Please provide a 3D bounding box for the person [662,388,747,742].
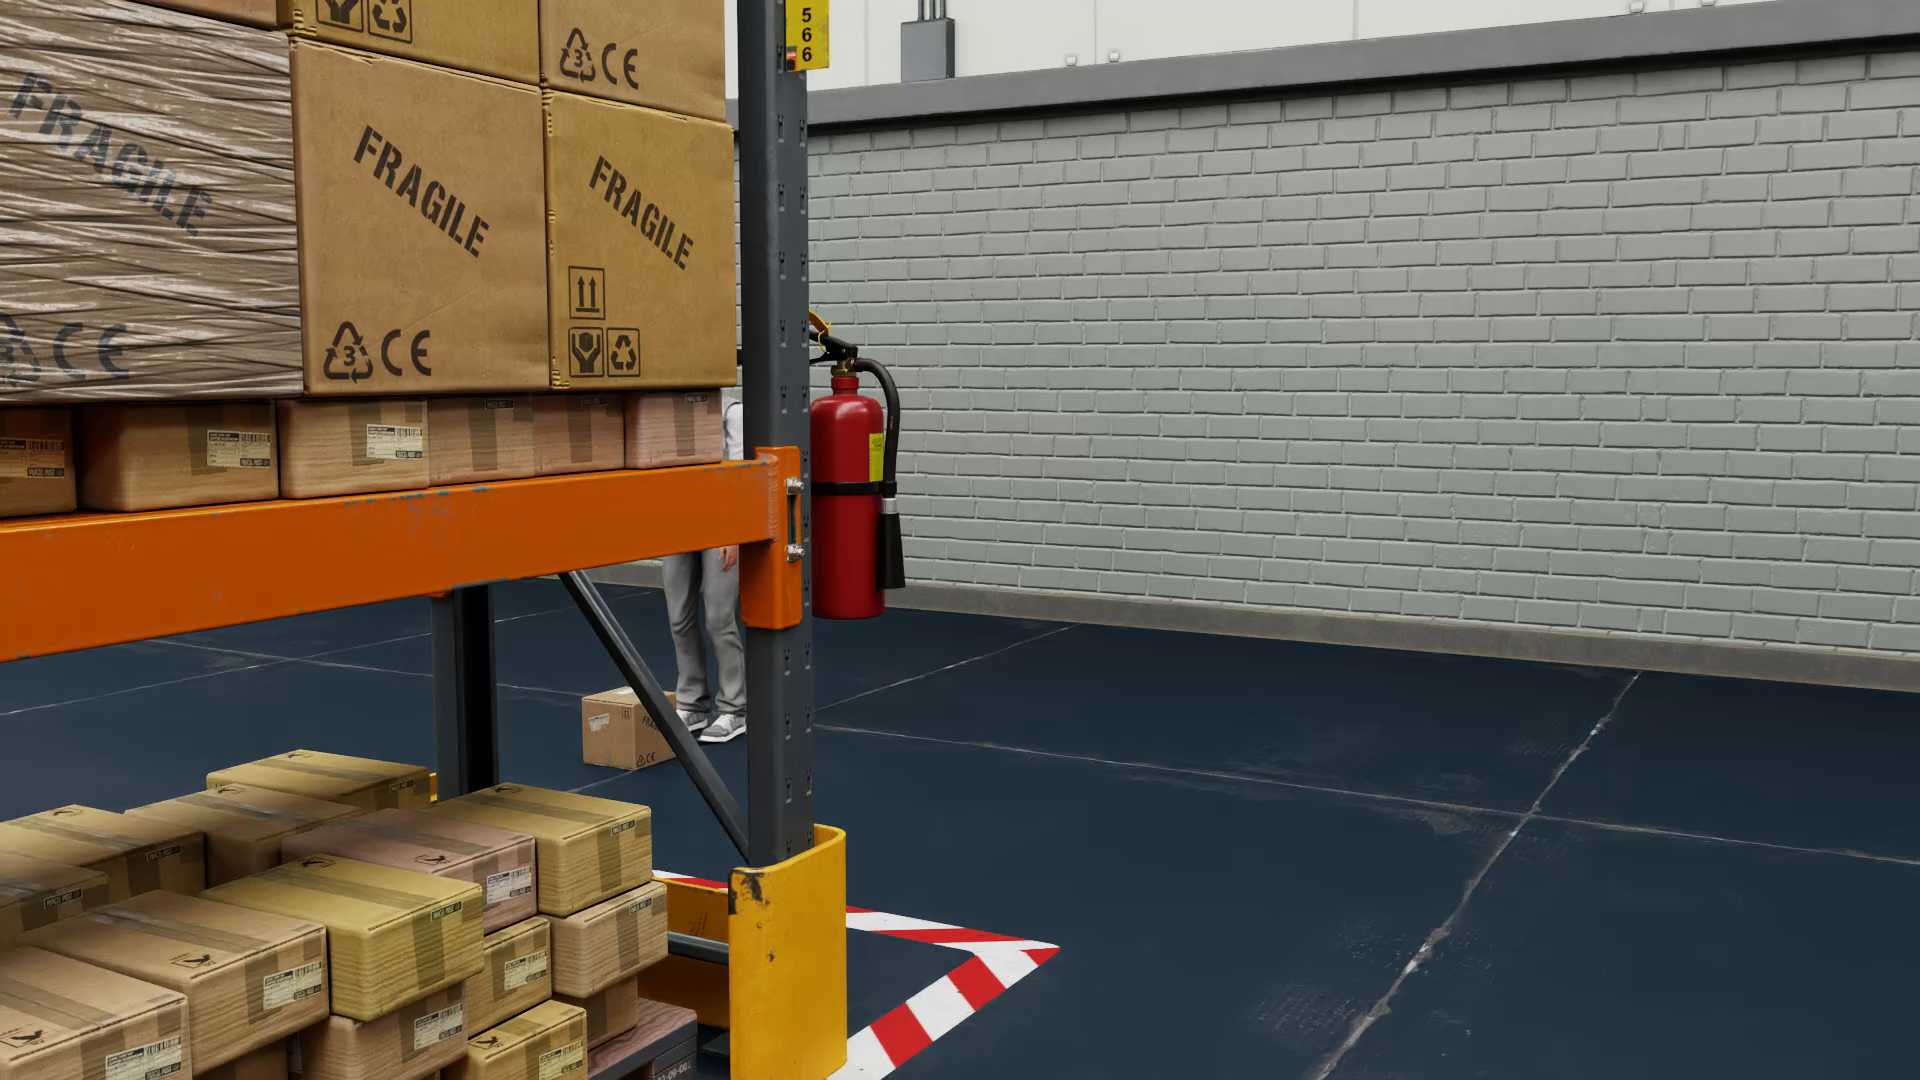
[{"bbox_3d":[-1.008,-0.002,6.601,0.405,1.596,0.304,4,7,30],"label":"person"}]
